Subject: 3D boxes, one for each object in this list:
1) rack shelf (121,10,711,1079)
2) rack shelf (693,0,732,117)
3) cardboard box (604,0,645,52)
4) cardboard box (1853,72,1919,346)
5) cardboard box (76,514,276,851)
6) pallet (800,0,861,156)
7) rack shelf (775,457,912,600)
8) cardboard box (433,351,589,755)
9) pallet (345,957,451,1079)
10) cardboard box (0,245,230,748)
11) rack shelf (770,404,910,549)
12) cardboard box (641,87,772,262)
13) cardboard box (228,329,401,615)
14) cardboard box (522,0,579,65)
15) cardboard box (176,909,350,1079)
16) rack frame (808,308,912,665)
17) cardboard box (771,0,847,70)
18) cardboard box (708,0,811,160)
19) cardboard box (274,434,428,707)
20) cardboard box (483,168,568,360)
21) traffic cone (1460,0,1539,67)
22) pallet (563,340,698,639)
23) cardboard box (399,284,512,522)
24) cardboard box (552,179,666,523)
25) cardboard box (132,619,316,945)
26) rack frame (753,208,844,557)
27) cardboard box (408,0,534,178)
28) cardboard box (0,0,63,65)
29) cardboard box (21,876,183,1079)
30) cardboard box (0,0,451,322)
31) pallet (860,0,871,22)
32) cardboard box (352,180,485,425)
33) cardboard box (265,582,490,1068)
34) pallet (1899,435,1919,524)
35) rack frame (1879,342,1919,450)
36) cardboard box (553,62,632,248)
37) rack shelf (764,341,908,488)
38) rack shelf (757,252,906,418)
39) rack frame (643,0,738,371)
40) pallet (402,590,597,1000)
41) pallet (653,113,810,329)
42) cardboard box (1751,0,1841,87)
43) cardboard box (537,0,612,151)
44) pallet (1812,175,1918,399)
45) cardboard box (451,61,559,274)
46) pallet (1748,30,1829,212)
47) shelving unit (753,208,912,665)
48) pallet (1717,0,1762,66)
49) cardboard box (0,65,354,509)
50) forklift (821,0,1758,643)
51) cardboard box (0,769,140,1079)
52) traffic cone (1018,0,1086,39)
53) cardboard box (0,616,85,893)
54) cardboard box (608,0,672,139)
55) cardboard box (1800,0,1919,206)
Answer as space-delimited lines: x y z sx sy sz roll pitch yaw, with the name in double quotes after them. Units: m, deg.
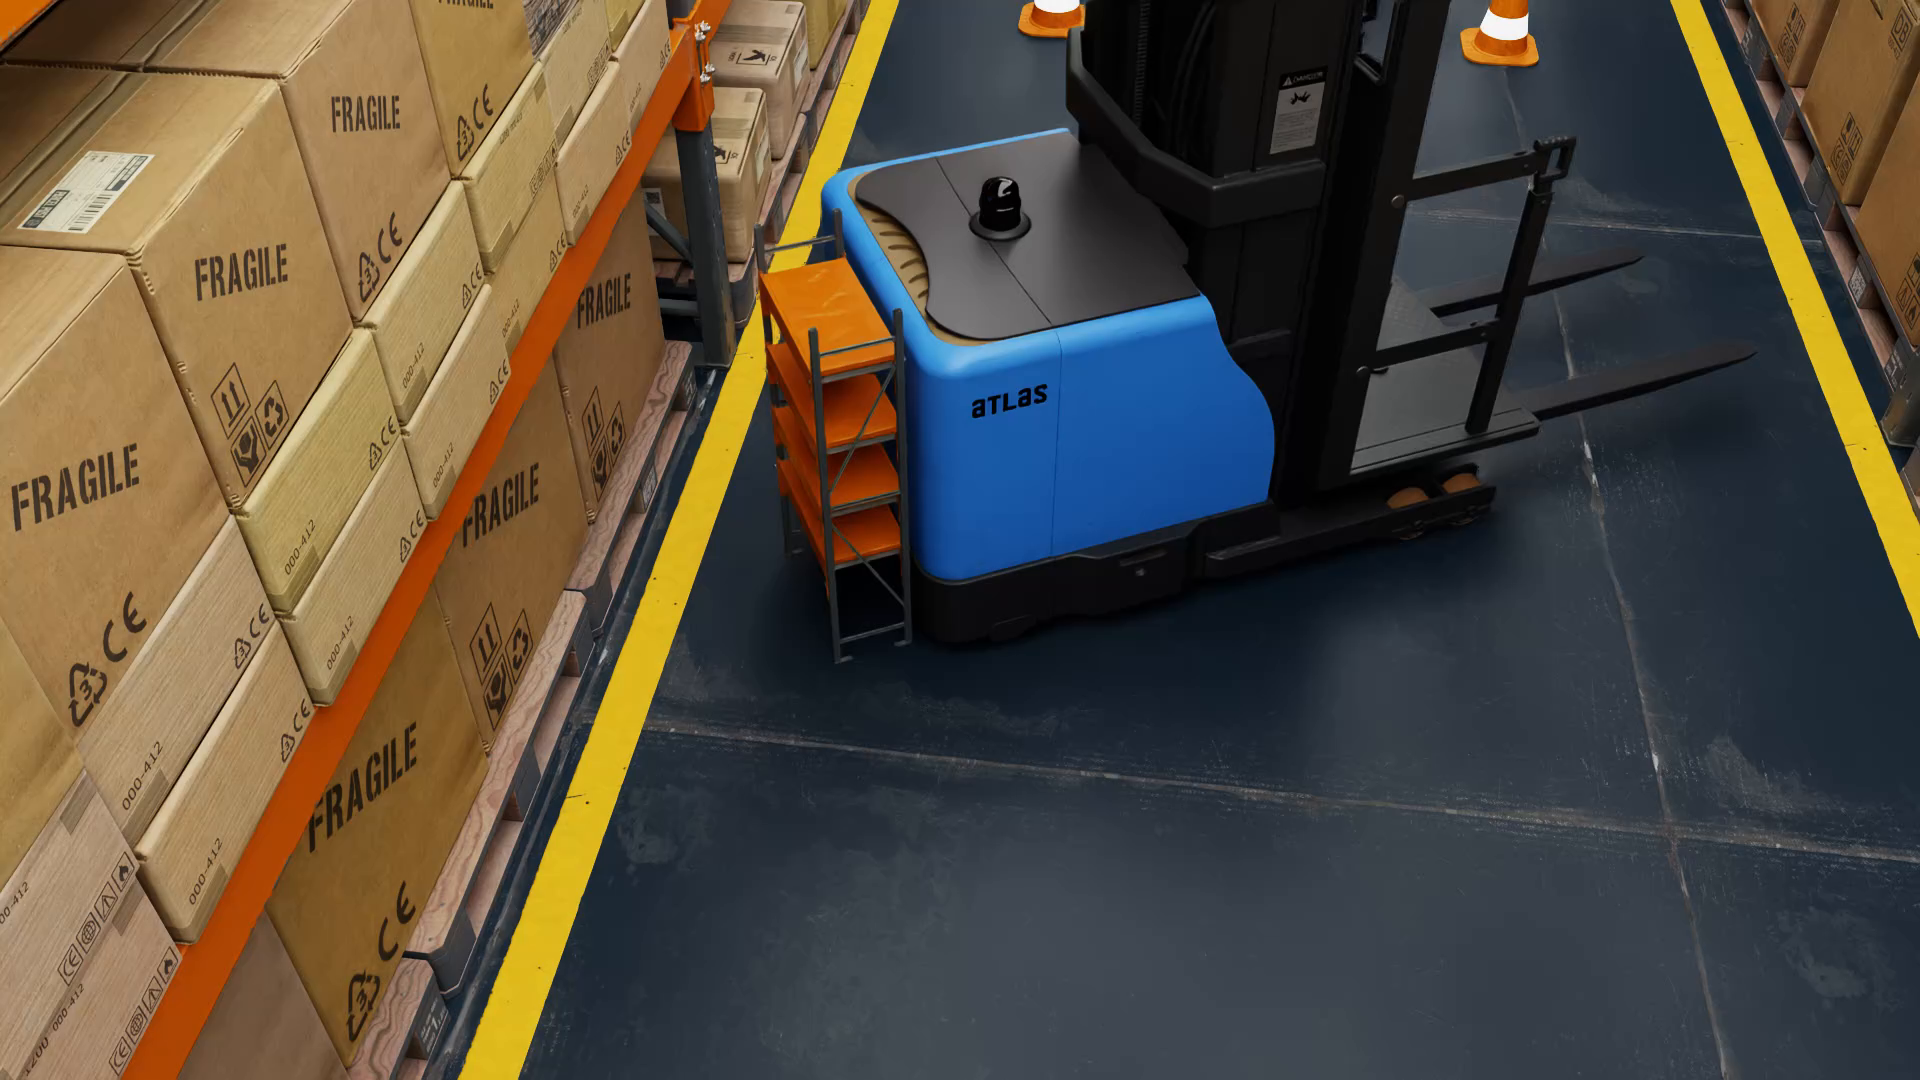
-1.567 -0.153 3.753 1.077 0.370 4.000 5 44 6 "rack shelf"
-1.038 -2.879 6.632 1.077 0.370 4.000 5 44 6 "rack shelf"
-1.115 -1.551 4.452 0.500 0.250 0.500 5 44 5 "cardboard box"
3.787 -1.139 5.602 1.050 0.750 0.750 5 44 5 "cardboard box"
-1.452 0.190 2.614 0.500 0.250 0.500 6 44 6 "cardboard box"
-1.034 -2.126 7.342 1.003 0.211 1.213 5 44 6 "pallet"
-0.343 -0.069 4.836 0.258 0.148 0.480 -15 45 -15 "rack shelf"
-1.598 -0.088 4.401 0.875 0.875 0.875 6 44 6 "cardboard box"
-1.804 1.429 3.588 1.003 0.211 1.213 5 44 6 "pallet"
-1.448 -0.074 2.346 0.500 0.500 0.500 5 44 5 "cardboard box"
-0.343 -0.213 4.700 0.258 0.148 0.480 -15 45 -15 "rack shelf"
-1.218 -1.360 6.110 0.950 0.372 0.625 3 43 3 "cardboard box"
-1.359 -0.152 2.974 0.500 0.250 0.500 6 44 6 "cardboard box"
-1.171 -1.450 3.800 0.500 0.500 0.500 6 44 6 "cardboard box"
-1.828 1.138 3.106 0.875 0.875 0.875 6 44 7 "cardboard box"
-0.256 -0.105 4.488 0.240 1.200 0.015 -15 45 -15 "rack frame"
-1.022 -2.380 7.187 0.950 0.372 0.625 7 44 7 "cardboard box"
-1.128 -1.863 6.642 0.950 0.372 0.625 4 44 5 "cardboard box"
-1.361 0.027 3.149 0.500 0.250 0.500 5 44 5 "cardboard box"
-1.246 -0.663 3.878 0.500 0.250 0.500 5 44 5 "cardboard box"
2.472 -2.424 7.474 0.336 0.463 0.334 5 44 6 "traffic cone"
-1.481 -0.234 5.344 1.003 0.211 1.213 5 44 6 "pallet"
-1.286 -0.313 3.508 0.500 0.250 0.500 5 44 5 "cardboard box"
-1.476 -0.695 5.042 0.875 0.875 0.875 5 44 5 "cardboard box"
-1.444 0.375 2.782 0.500 0.250 0.500 4 44 4 "cardboard box"
-0.430 -0.418 4.819 0.240 1.200 0.015 -15 45 -15 "rack frame"
-1.243 -1.112 3.443 0.500 0.500 0.500 5 44 6 "cardboard box"
-1.820 -0.829 3.144 0.500 0.500 0.500 6 44 6 "cardboard box"
-1.511 0.727 2.409 0.500 0.250 0.500 4 44 5 "cardboard box"
-1.317 -0.768 3.079 0.500 0.500 0.500 5 44 5 "cardboard box"
-0.875 -2.960 8.223 1.003 0.211 1.213 5 44 6 "pallet"
-1.294 -0.497 3.338 0.500 0.250 0.500 4 44 4 "cardboard box"
-1.717 0.522 3.757 0.875 0.875 0.875 6 44 7 "cardboard box"
3.513 0.149 4.939 1.003 0.211 1.213 5 44 6 "pallet"
3.618 -1.396 4.543 1.000 3.000 0.127 5 44 6 "rack frame"
-1.164 -1.005 4.239 0.500 0.250 0.500 6 44 6 "cardboard box"
-0.343 -0.375 4.546 0.258 0.148 0.480 -15 45 -15 "rack shelf"
-0.343 -0.547 4.383 0.258 0.148 0.480 -15 45 -15 "rack shelf"
-1.302 -1.777 4.945 1.000 3.000 0.127 5 44 6 "rack frame"
-1.645 0.595 4.468 1.003 0.211 1.213 5 44 6 "pallet"
-1.198 -1.297 6.466 1.003 0.211 1.213 5 44 6 "pallet"
4.022 -2.369 6.902 1.050 0.750 0.750 5 44 6 "cardboard box"
-1.179 -1.201 4.083 0.500 0.250 0.500 4 44 4 "cardboard box"
3.797 -0.914 6.062 1.003 0.211 1.213 5 44 6 "pallet"
-1.226 -0.851 3.712 0.500 0.250 0.500 4 44 4 "cardboard box"
3.960 -1.743 6.937 1.003 0.211 1.213 5 44 6 "pallet"
-0.343 -0.262 4.654 0.258 1.200 0.503 -15 45 -15 "shelving unit"
4.119 -2.577 7.818 1.003 0.211 1.213 5 44 6 "pallet"
-1.379 -0.415 2.707 0.500 0.500 0.500 4 44 4 "cardboard box"
1.155 -1.393 4.589 3.031 2.935 1.130 -14 45 -15 "forklift"
-1.493 0.548 2.236 0.500 0.250 0.500 4 44 4 "cardboard box"
0.450 -2.610 7.670 0.336 0.463 0.334 5 44 6 "traffic cone"
-1.488 0.276 1.977 0.500 0.500 0.500 6 44 6 "cardboard box"
-1.112 -1.355 4.608 0.500 0.250 0.500 4 44 4 "cardboard box"
3.900 -1.735 6.231 1.050 0.750 0.750 6 44 6 "cardboard box"
